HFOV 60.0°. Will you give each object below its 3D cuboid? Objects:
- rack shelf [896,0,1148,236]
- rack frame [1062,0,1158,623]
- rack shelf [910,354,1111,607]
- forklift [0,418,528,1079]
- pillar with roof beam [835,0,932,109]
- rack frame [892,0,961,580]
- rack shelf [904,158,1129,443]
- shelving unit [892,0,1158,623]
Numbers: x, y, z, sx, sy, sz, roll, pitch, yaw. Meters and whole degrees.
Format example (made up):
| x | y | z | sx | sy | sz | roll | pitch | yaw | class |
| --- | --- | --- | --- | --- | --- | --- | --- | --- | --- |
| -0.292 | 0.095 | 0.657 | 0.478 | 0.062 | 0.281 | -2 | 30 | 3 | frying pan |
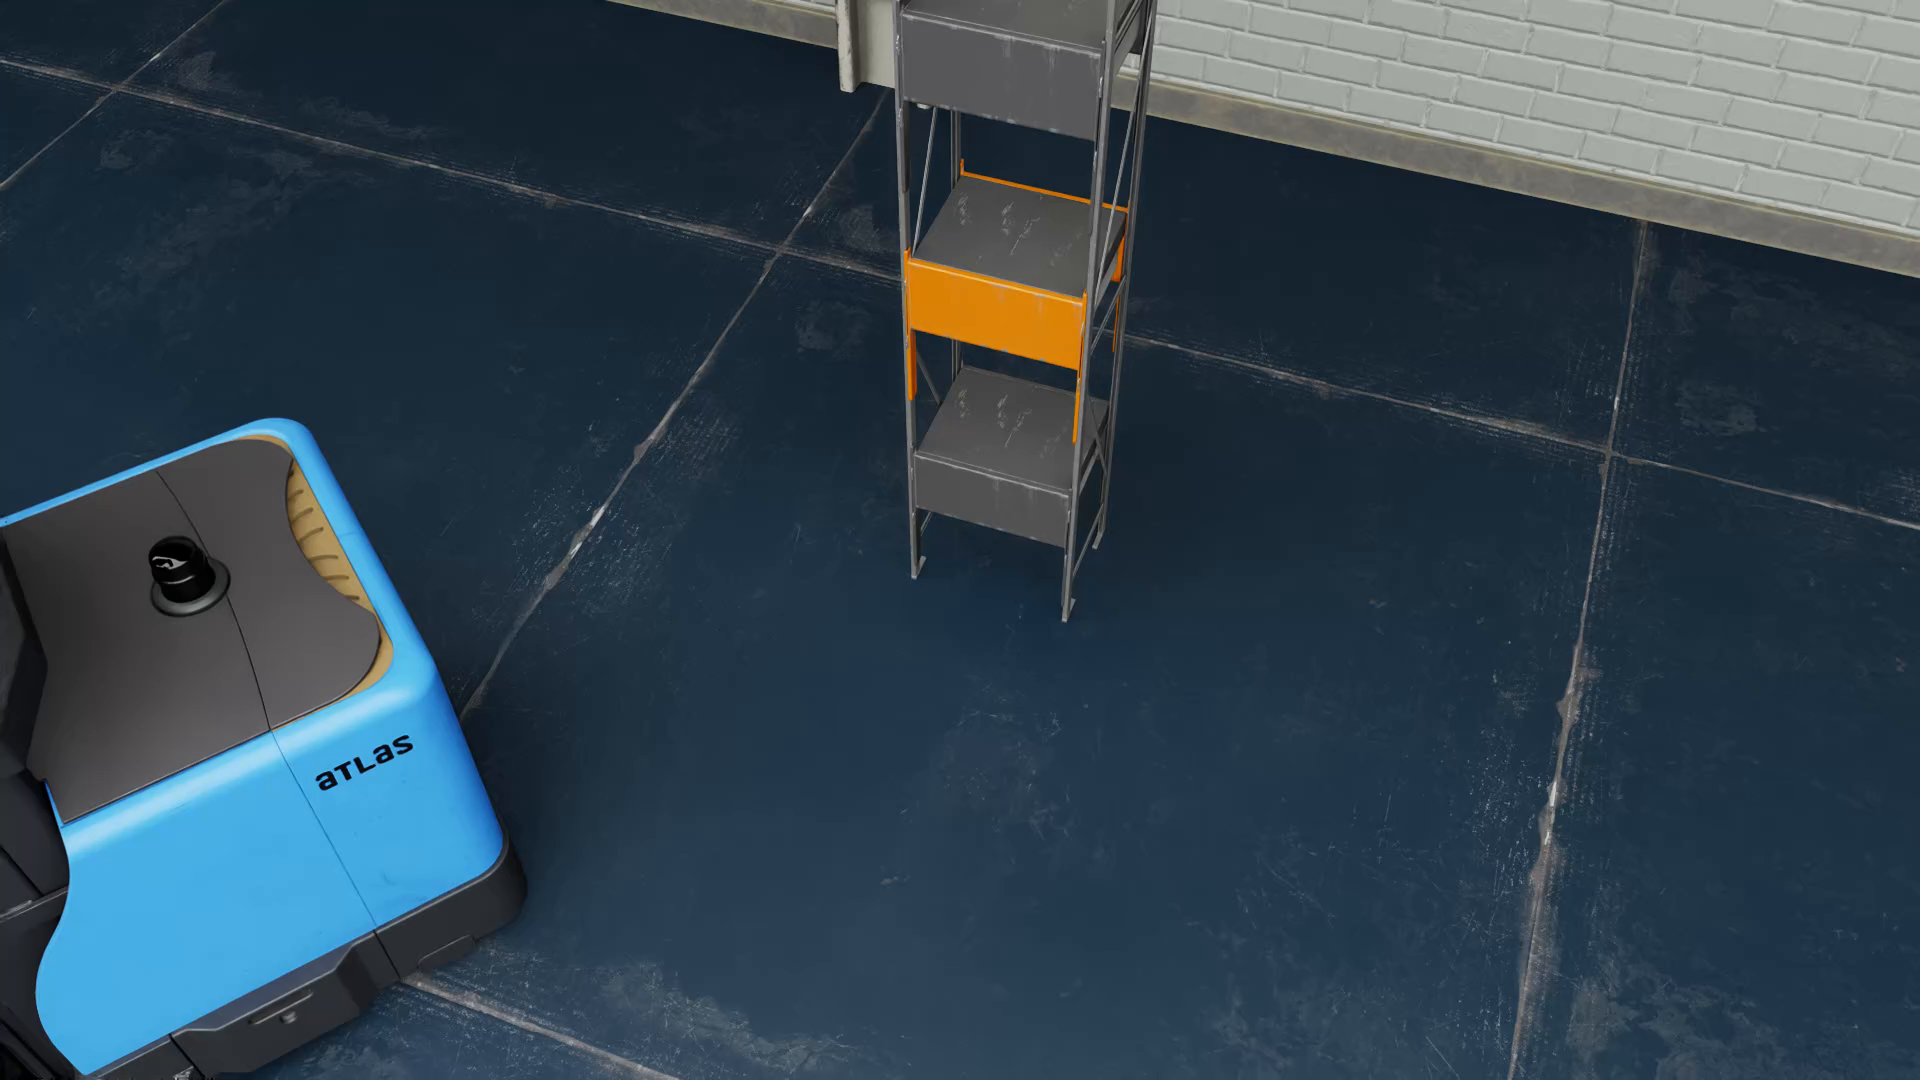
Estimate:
| x | y | z | sx | sy | sz | roll | pitch | yaw | class |
| --- | --- | --- | --- | --- | --- | --- | --- | --- | --- |
| 0.155 | -1.094 | 3.900 | 0.480 | 0.518 | 0.431 | 16 | 51 | 13 | rack shelf |
| 0.384 | -0.580 | 4.364 | 0.015 | 2.100 | 0.400 | 16 | 51 | 13 | rack frame |
| 0.155 | -0.177 | 4.958 | 0.480 | 0.518 | 0.431 | 16 | 51 | 13 | rack shelf |
| -2.649 | 0.324 | 3.030 | 3.031 | 2.935 | 1.130 | -26 | 54 | -21 | forklift |
| -1.749 | -1.810 | 0.864 | 0.400 | 9.000 | 9.100 | 16 | 51 | 13 | pillar with roof beam |
| -0.074 | -0.708 | 4.474 | 0.015 | 2.100 | 0.400 | 16 | 51 | 13 | rack frame |
| 0.155 | -0.635 | 4.429 | 0.480 | 0.518 | 0.431 | 16 | 51 | 13 | rack shelf |
| 0.155 | -0.644 | 4.419 | 0.503 | 2.100 | 0.431 | 16 | 51 | 13 | shelving unit |
